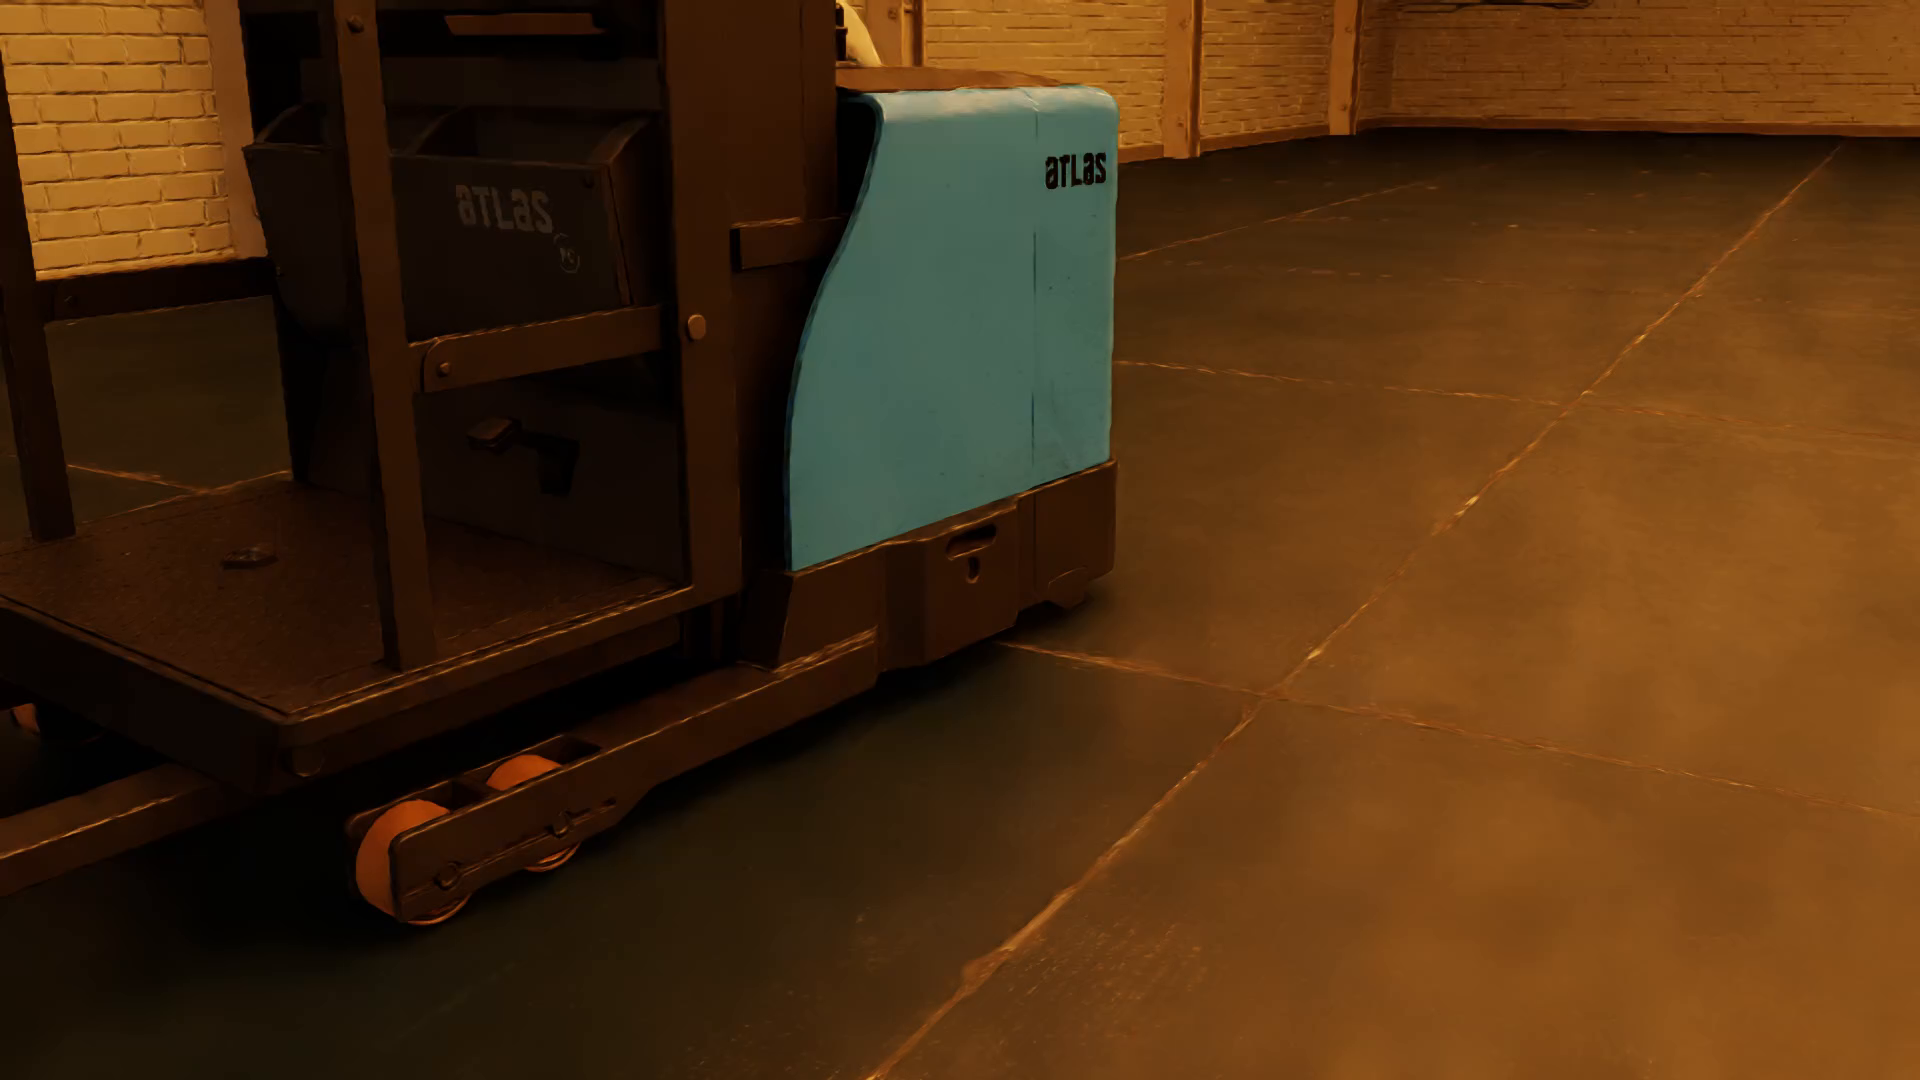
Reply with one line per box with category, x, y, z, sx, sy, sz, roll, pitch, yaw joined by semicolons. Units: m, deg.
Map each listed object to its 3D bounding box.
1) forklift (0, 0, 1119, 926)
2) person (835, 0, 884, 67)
forklift;-0.959;-1.039;2.379;1.130;2.935;3.031;12;20;36
person;-0.325;-0.990;4.520;0.908;1.644;0.883;15;22;42
